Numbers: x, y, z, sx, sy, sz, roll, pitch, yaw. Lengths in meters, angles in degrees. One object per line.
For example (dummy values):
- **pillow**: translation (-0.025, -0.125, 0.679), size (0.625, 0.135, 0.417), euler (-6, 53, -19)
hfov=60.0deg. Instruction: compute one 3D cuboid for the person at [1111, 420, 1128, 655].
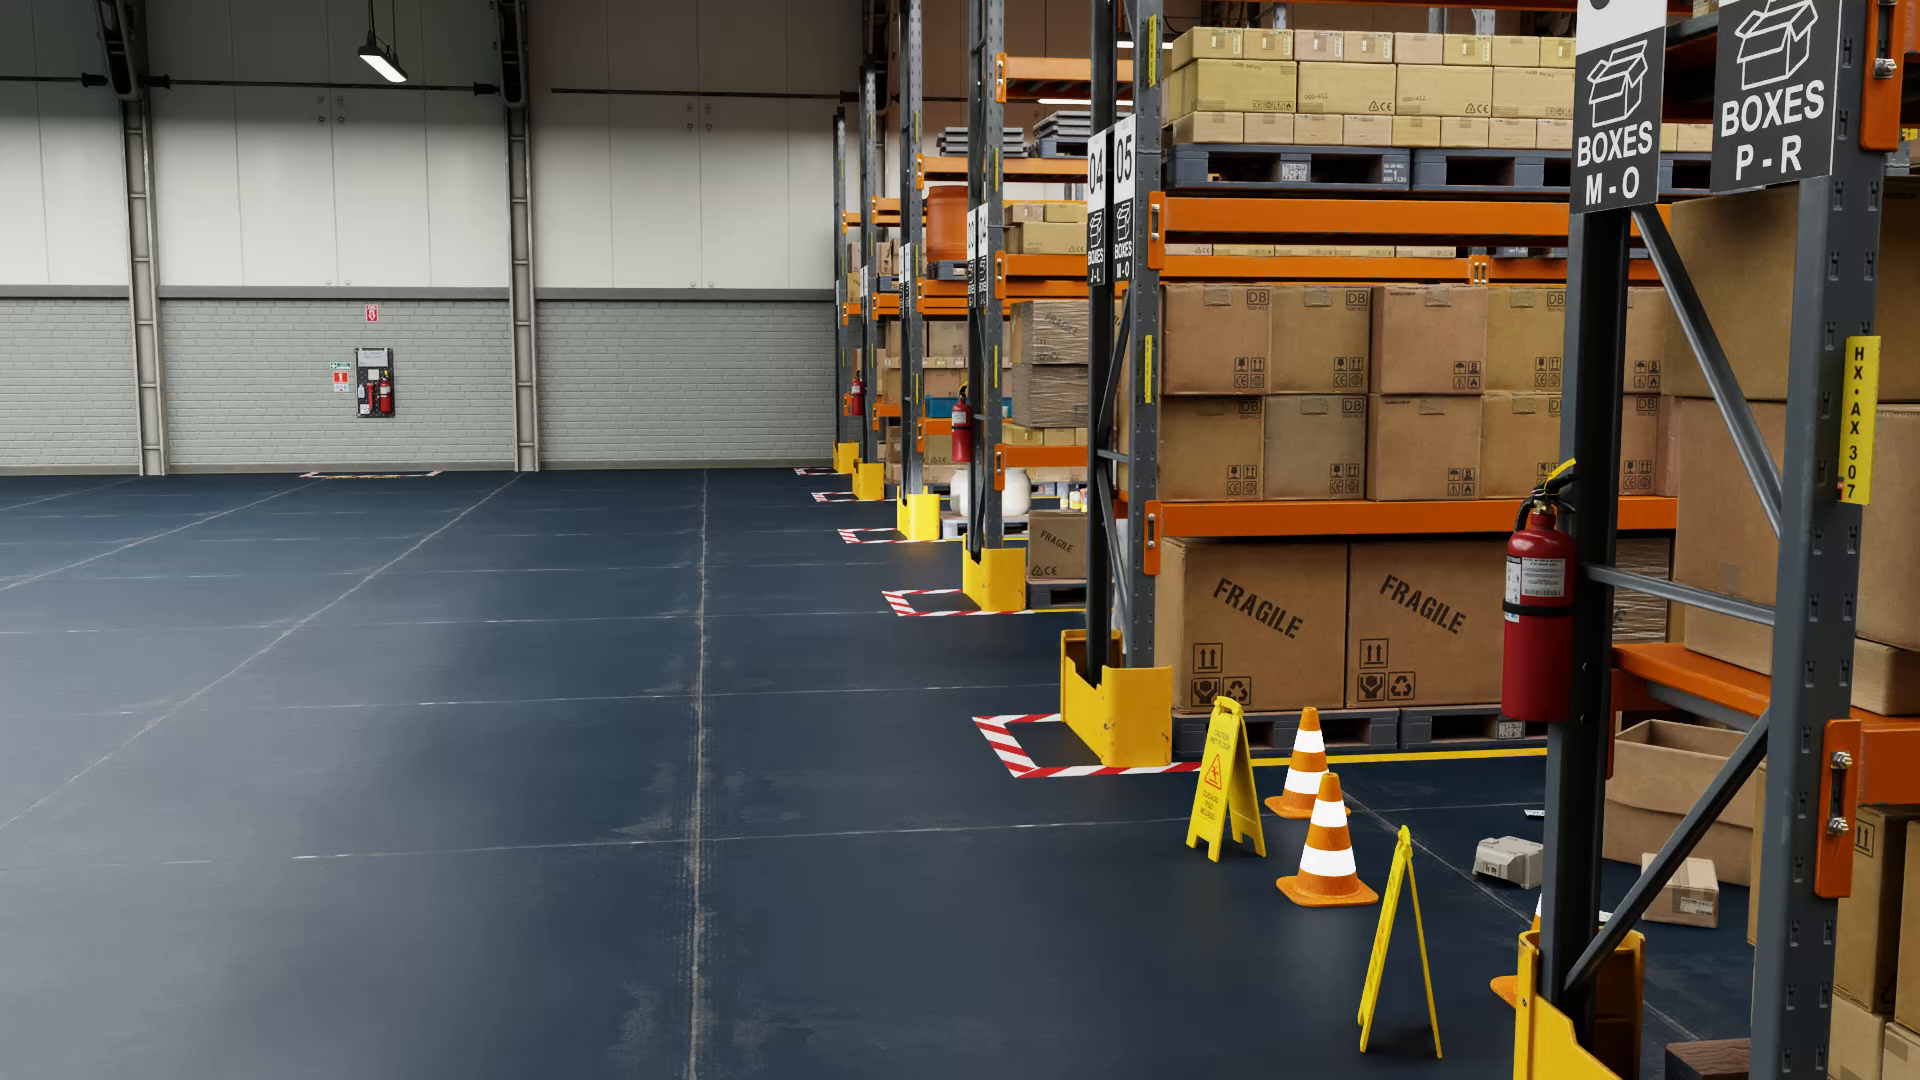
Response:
- **person**: translation (1.182, -0.055, 11.375), size (0.370, 1.682, 0.437), euler (-1, 7, -7)
